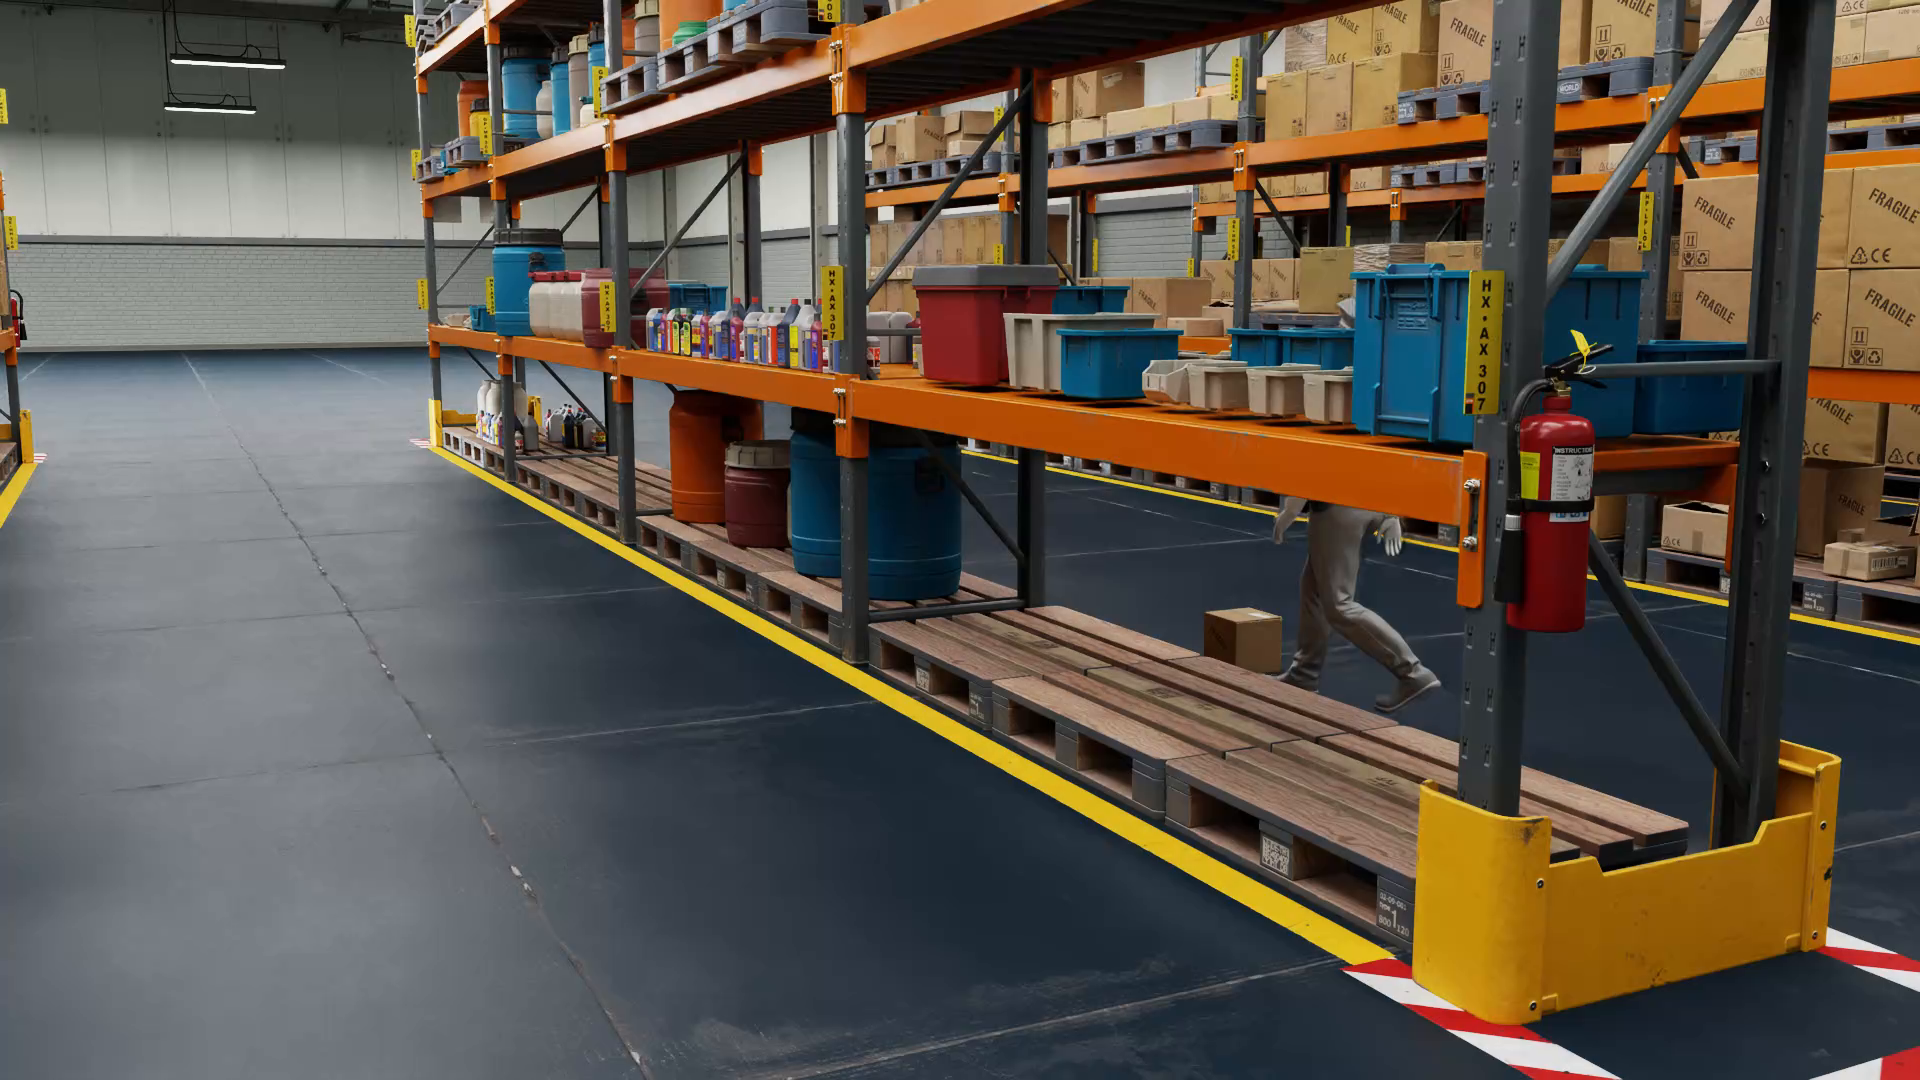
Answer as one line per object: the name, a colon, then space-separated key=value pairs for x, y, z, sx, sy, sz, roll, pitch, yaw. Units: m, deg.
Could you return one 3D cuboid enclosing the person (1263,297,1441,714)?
person: x=1.528 y=-0.128 z=6.572 sx=0.911 sy=1.649 sz=0.481 roll=8 pitch=12 yaw=43
